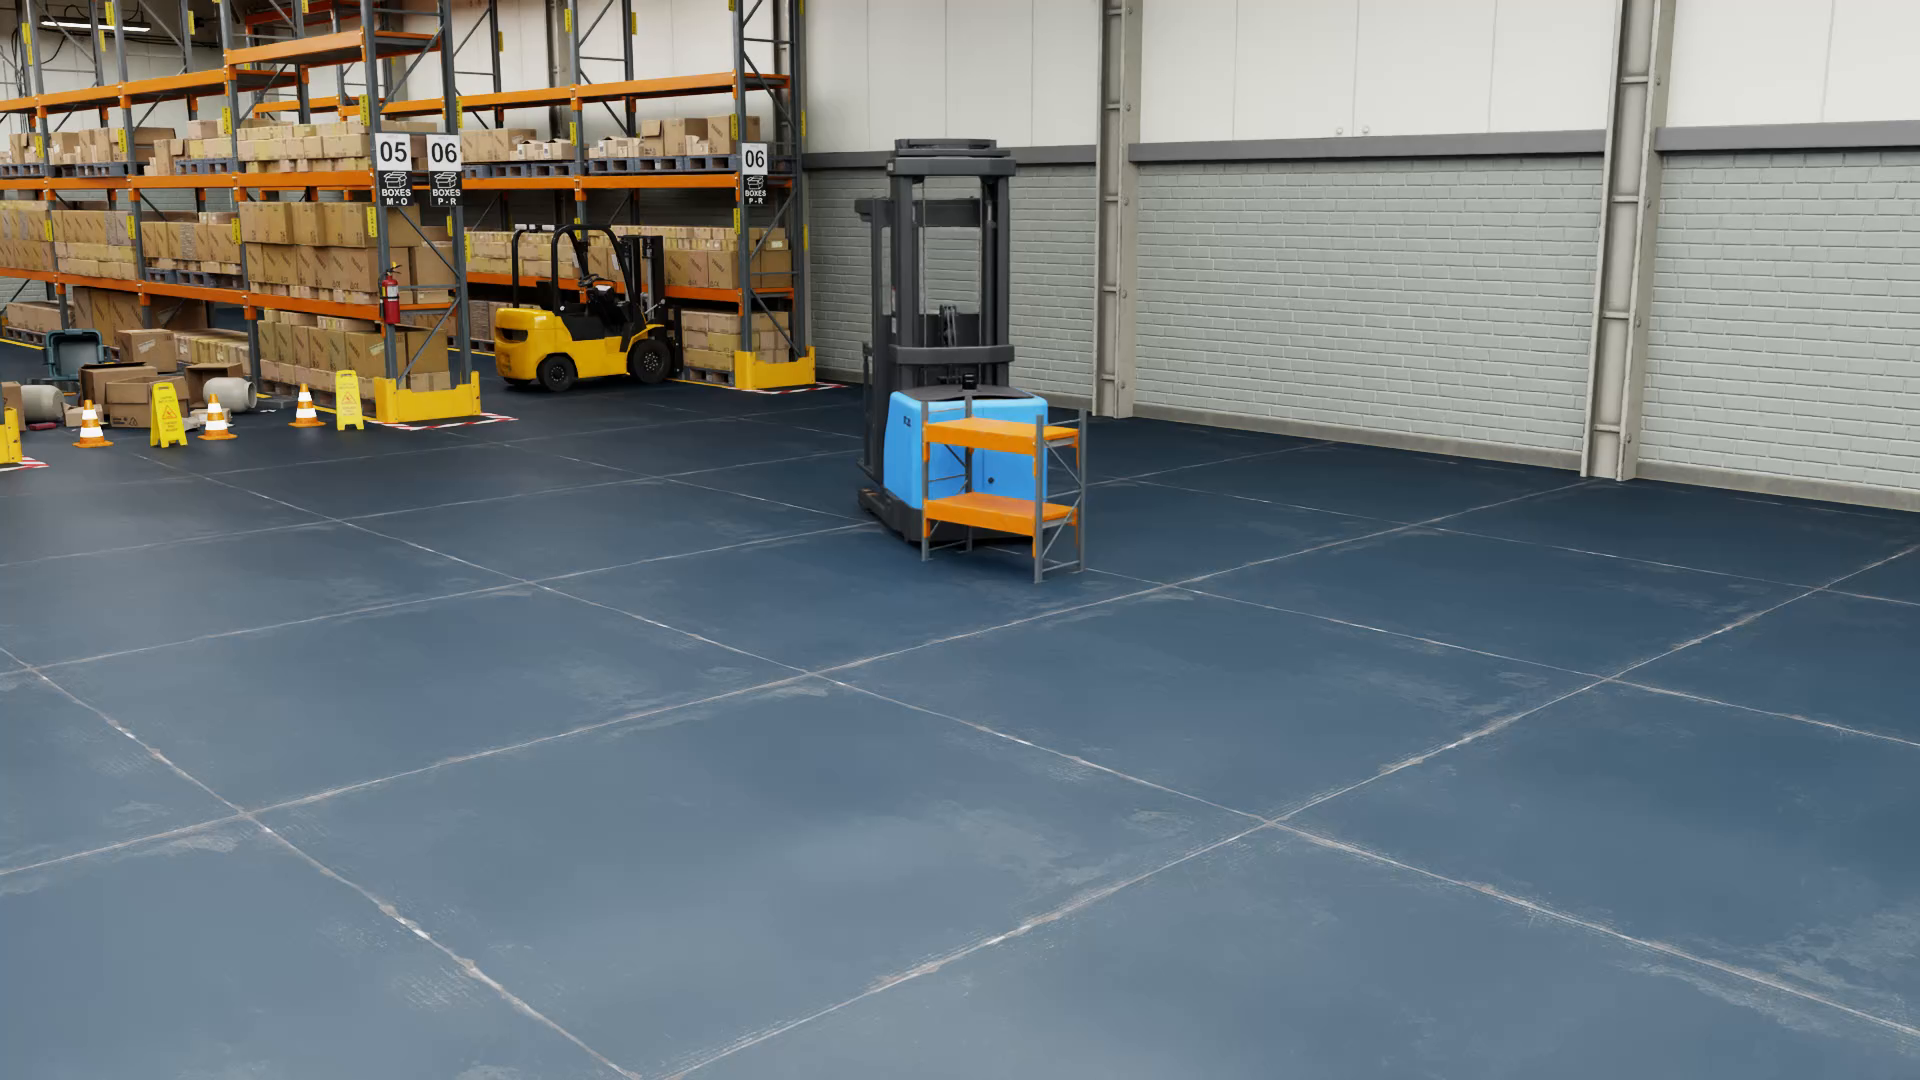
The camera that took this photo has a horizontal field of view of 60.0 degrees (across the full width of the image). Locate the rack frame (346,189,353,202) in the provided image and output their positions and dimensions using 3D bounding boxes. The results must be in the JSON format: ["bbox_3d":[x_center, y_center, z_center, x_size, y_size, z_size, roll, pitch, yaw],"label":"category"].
[{"bbox_3d":[-10.808,-5.325,30.824,1.000,3.000,0.127,-11,16,-43],"label":"rack frame"}]

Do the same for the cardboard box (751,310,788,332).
[{"bbox_3d":[-2.716,-3.019,22.926,0.500,0.250,0.500,-11,16,-43],"label":"cardboard box"}]

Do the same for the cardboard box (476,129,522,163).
[{"bbox_3d":[-7.301,-6.315,26.658,0.700,0.500,0.500,-11,16,-44],"label":"cardboard box"}]

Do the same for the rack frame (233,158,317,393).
[{"bbox_3d":[-8.871,-3.465,21.797,1.000,3.000,0.127,-11,16,-43],"label":"rack frame"}]

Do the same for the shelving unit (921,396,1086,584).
[{"bbox_3d":[0.290,-0.365,11.397,1.048,1.125,0.538,10,15,41],"label":"shelving unit"}]

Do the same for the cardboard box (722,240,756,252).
[{"bbox_3d":[-2.963,-3.952,22.304,0.380,0.149,0.250,-11,16,-42],"label":"cardboard box"}]

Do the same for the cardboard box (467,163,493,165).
[{"bbox_3d":[-8.126,-6.419,28.083,0.380,0.149,0.250,-11,16,-42],"label":"cardboard box"}]

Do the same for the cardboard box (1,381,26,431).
[{"bbox_3d":[-10.567,-1.454,18.224,0.500,0.500,0.500,-8,14,-33],"label":"cardboard box"}]

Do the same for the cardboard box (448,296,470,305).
[{"bbox_3d":[-8.570,-4.077,28.313,0.250,0.149,0.380,11,16,42],"label":"cardboard box"}]

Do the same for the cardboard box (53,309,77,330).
[{"bbox_3d":[-14.752,-3.690,28.198,0.875,0.438,0.875,-11,16,-43],"label":"cardboard box"}]

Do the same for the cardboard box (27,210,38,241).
[{"bbox_3d":[-15.266,-5.277,27.865,0.500,0.500,0.500,-11,16,-43],"label":"cardboard box"}]

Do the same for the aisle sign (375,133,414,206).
[{"bbox_3d":[-6.276,-4.105,18.461,0.394,0.787,0.004,-11,16,-43],"label":"aisle sign"}]

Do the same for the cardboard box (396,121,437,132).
[{"bbox_3d":[-6.207,-4.698,18.995,0.380,0.149,0.250,-11,16,-43],"label":"cardboard box"}]

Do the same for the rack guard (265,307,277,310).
[{"bbox_3d":[-13.518,-4.673,33.856,1.175,0.500,0.348,-11,16,-43],"label":"rack guard"}]

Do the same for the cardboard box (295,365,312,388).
[{"bbox_3d":[-7.914,-2.047,20.687,0.500,0.250,0.500,-11,16,-43],"label":"cardboard box"}]

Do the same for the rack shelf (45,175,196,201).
[{"bbox_3d":[-13.015,-5.458,25.817,1.077,0.370,4.000,-11,16,-43],"label":"rack shelf"}]

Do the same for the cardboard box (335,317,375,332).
[{"bbox_3d":[-7.153,-2.550,19.663,0.380,0.149,0.250,-10,15,-41],"label":"cardboard box"}]

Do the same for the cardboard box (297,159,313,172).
[{"bbox_3d":[-7.650,-4.459,19.808,0.380,0.149,0.250,-11,16,-43],"label":"cardboard box"}]

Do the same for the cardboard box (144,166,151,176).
[{"bbox_3d":[-11.539,-5.325,24.015,0.380,0.149,0.250,-11,16,-43],"label":"cardboard box"}]

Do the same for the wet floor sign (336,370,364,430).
[{"bbox_3d":[-6.751,-1.551,18.343,0.267,0.644,0.232,-5,13,-23],"label":"wet floor sign"}]

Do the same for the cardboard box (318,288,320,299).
[{"bbox_3d":[-7.563,-3.009,20.205,0.380,0.149,0.250,-11,16,-43],"label":"cardboard box"}]

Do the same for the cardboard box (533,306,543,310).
[{"bbox_3d":[-6.182,-3.389,26.271,0.875,0.625,0.625,-11,16,-43],"label":"cardboard box"}]

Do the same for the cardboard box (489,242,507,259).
[{"bbox_3d":[-7.223,-4.662,26.737,0.500,0.250,0.500,11,16,44],"label":"cardboard box"}]

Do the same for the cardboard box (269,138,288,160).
[{"bbox_3d":[-8.066,-4.755,20.260,0.500,0.250,0.500,-11,16,-42],"label":"cardboard box"}]

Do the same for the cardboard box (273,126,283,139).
[{"bbox_3d":[-8.143,-4.965,20.292,0.250,0.149,0.380,11,16,43],"label":"cardboard box"}]

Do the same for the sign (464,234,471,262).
[{"bbox_3d":[-5.716,-3.381,19.243,0.100,0.325,0.005,-11,16,-43],"label":"sign"}]

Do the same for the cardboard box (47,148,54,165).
[{"bbox_3d":[-14.303,-6.120,26.541,0.396,0.266,0.258,-11,16,-43],"label":"cardboard box"}]

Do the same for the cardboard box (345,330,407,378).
[{"bbox_3d":[-6.851,-2.188,19.514,0.500,0.500,0.500,-11,16,-42],"label":"cardboard box"}]

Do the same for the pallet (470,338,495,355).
[{"bbox_3d":[-7.506,-3.250,27.662,1.003,0.211,1.213,-11,16,-43],"label":"pallet"}]

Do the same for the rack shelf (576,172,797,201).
[{"bbox_3d":[-3.903,-4.982,23.510,1.077,0.370,4.000,-11,16,-43],"label":"rack shelf"}]

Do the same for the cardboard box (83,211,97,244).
[{"bbox_3d":[-13.222,-4.849,25.786,0.500,0.500,0.500,-11,16,-43],"label":"cardboard box"}]

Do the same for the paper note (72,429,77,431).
[{"bbox_3d":[-9.719,-1.207,18.245,0.032,0.001,0.123,-3,12,-13],"label":"paper note"}]

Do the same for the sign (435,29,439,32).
[{"bbox_3d":[-8.432,-8.099,26.909,0.100,0.325,0.005,-11,16,-43],"label":"sign"}]

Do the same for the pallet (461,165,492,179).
[{"bbox_3d":[-7.513,-6.031,27.287,1.213,0.211,1.003,-10,15,-40],"label":"pallet"}]

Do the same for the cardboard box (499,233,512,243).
[{"bbox_3d":[-7.140,-4.833,26.583,0.380,0.149,0.250,-10,16,-41],"label":"cardboard box"}]

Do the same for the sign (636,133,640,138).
[{"bbox_3d":[-4.883,-5.996,25.171,0.100,0.325,0.005,-11,16,-43],"label":"sign"}]

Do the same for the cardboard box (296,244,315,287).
[{"bbox_3d":[-7.705,-3.341,20.208,0.500,0.500,0.500,-11,16,-42],"label":"cardboard box"}]

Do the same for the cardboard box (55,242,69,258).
[{"bbox_3d":[-14.296,-4.701,26.926,0.500,0.250,0.500,11,16,44],"label":"cardboard box"}]

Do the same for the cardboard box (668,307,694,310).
[{"bbox_3d":[-4.122,-3.167,23.645,0.500,0.250,0.500,-11,16,-44],"label":"cardboard box"}]

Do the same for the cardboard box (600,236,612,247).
[{"bbox_3d":[-5.074,-4.403,24.495,0.380,0.149,0.250,-10,16,-41],"label":"cardboard box"}]

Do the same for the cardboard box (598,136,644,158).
[{"bbox_3d":[-4.885,-5.682,24.057,0.500,0.311,0.500,-10,16,-41],"label":"cardboard box"}]

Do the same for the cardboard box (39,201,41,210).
[{"bbox_3d":[-15.107,-5.581,27.734,0.380,0.149,0.250,-11,16,-42],"label":"cardboard box"}]

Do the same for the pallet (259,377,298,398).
[{"bbox_3d":[-8.382,-2.006,21.627,1.003,0.211,1.213,-11,16,-43],"label":"pallet"}]

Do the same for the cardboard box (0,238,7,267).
[{"bbox_3d":[-16.665,-5.085,29.414,0.500,0.500,0.500,-11,16,-43],"label":"cardboard box"}]

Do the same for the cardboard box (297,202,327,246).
[{"bbox_3d":[-7.390,-3.745,19.692,0.700,0.500,0.500,-11,16,-43],"label":"cardboard box"}]

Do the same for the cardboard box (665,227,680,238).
[{"bbox_3d":[-3.875,-4.281,23.165,0.380,0.149,0.250,-10,16,-41],"label":"cardboard box"}]

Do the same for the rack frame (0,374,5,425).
[{"bbox_3d":[-9.619,-2.177,15.544,1.000,3.000,0.127,-11,16,-43],"label":"rack frame"}]

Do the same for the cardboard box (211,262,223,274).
[{"bbox_3d":[-9.799,-3.658,22.315,0.380,0.149,0.250,-11,16,-43],"label":"cardboard box"}]

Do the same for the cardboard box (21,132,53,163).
[{"bbox_3d":[-15.350,-6.599,28.032,0.797,0.503,0.637,-9,15,-38],"label":"cardboard box"}]

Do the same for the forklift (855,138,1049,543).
[{"bbox_3d":[-0.213,-1.669,13.247,1.130,2.935,3.031,-3,12,-14],"label":"forklift"}]

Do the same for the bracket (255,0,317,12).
[{"bbox_3d":[-12.960,-10.641,32.837,0.076,0.066,4.783,-11,16,-43],"label":"bracket"}]
